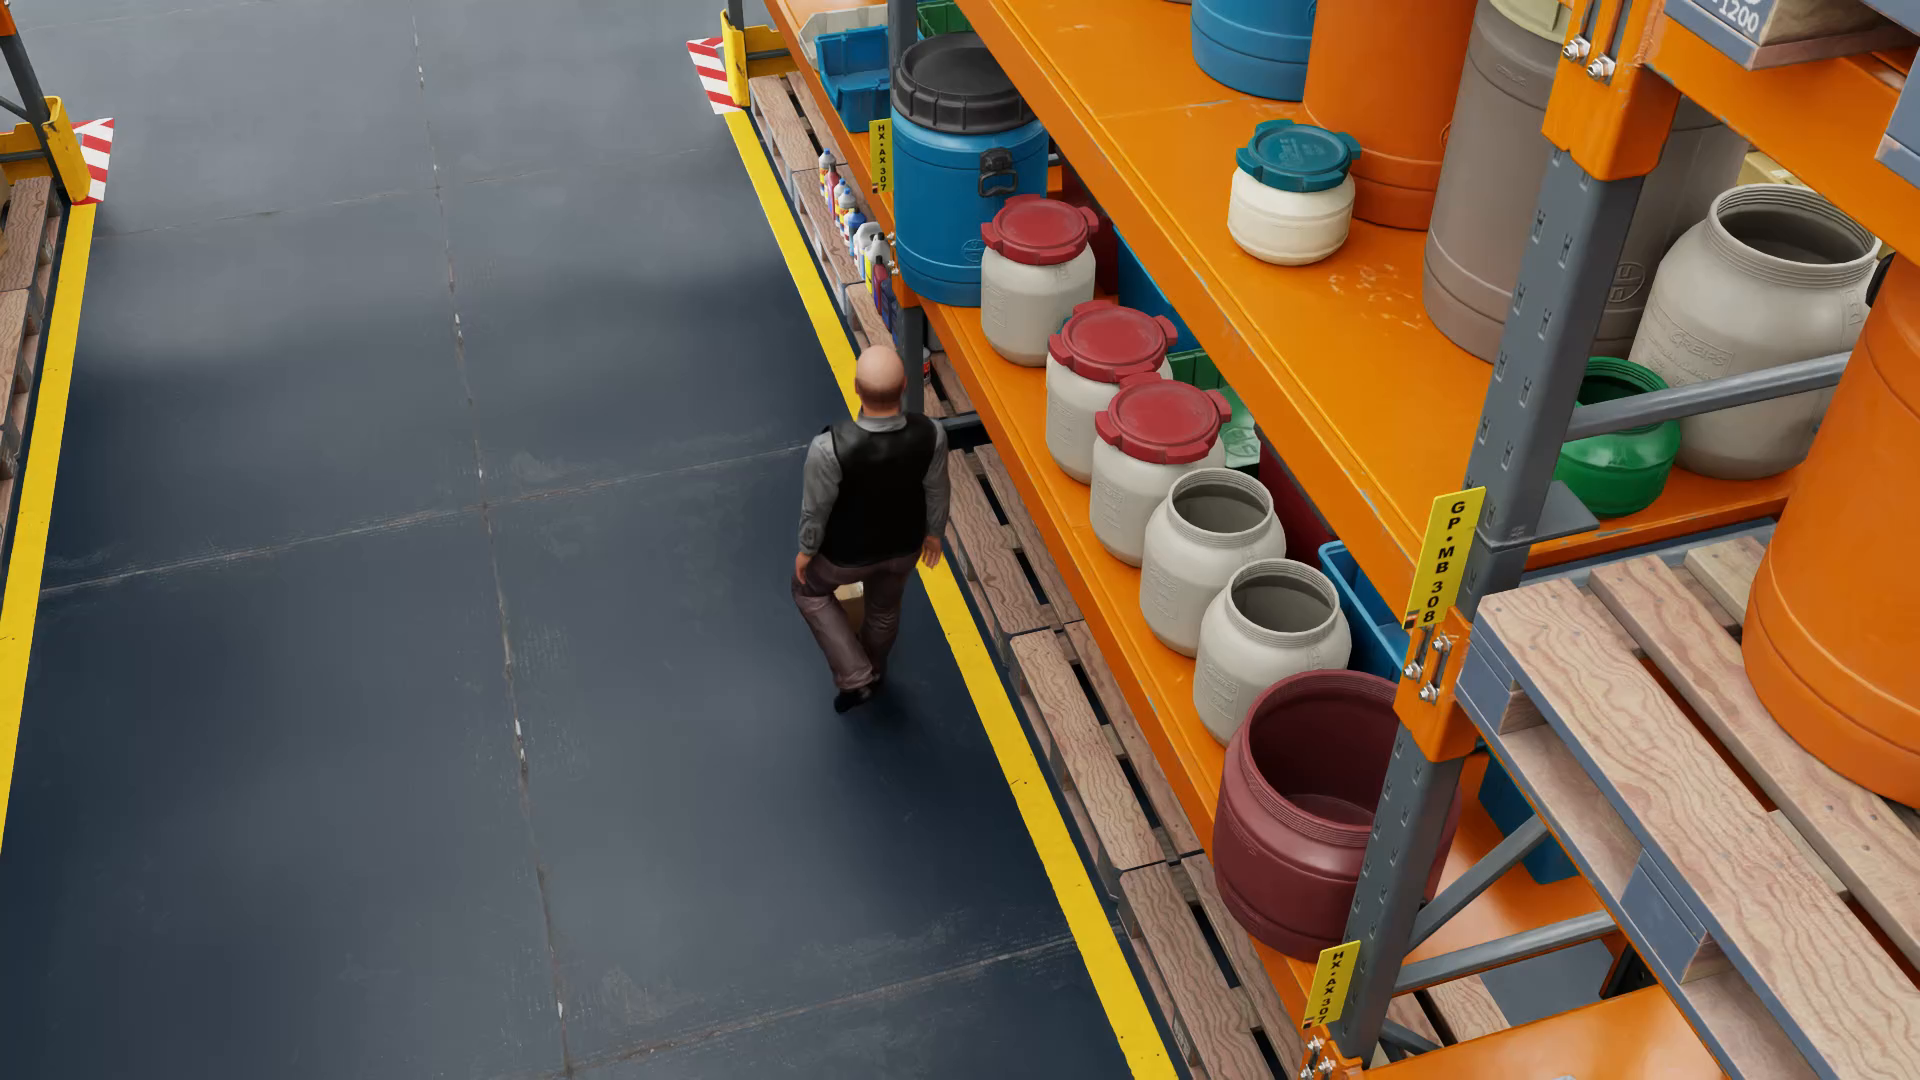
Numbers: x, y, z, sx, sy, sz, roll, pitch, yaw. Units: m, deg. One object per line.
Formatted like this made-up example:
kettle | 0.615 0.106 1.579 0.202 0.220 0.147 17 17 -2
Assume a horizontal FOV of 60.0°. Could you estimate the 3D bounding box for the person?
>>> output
person | -0.358 -0.037 6.216 0.584 1.711 0.551 -15 44 -16
